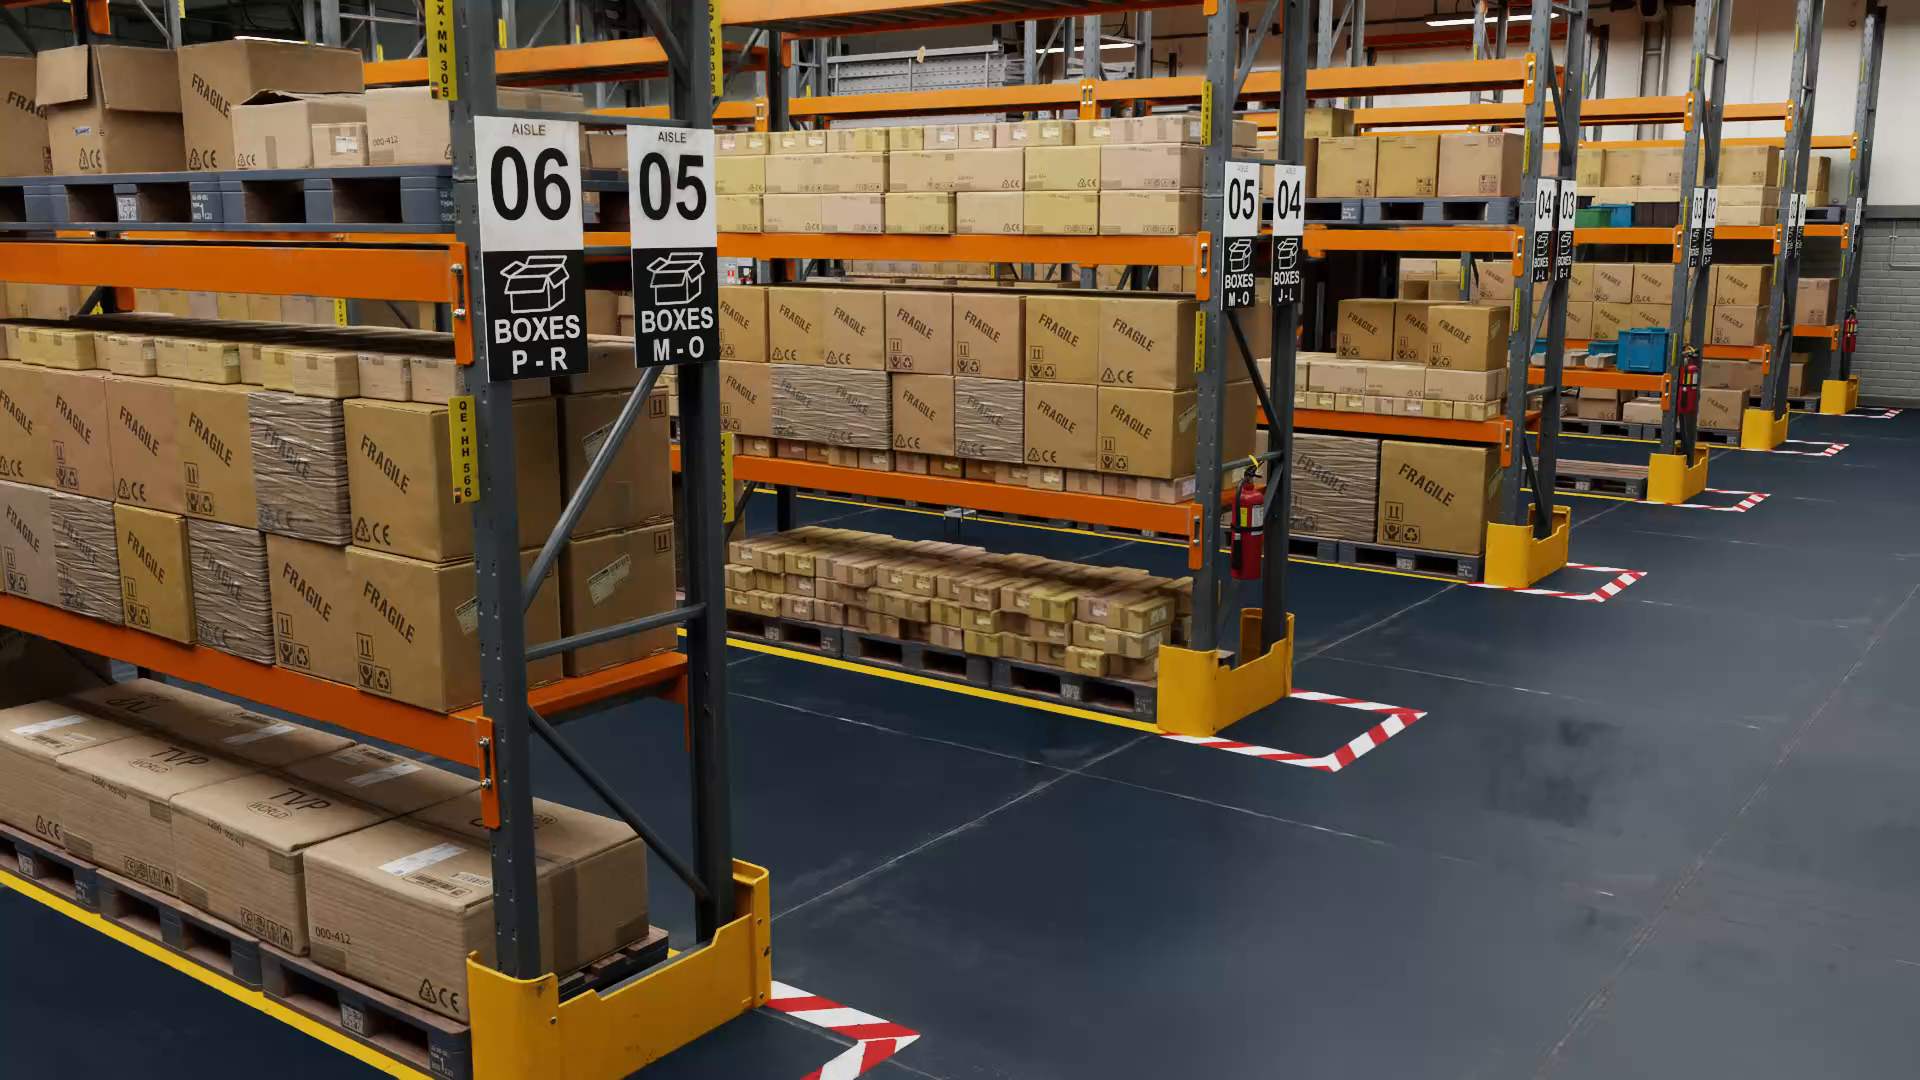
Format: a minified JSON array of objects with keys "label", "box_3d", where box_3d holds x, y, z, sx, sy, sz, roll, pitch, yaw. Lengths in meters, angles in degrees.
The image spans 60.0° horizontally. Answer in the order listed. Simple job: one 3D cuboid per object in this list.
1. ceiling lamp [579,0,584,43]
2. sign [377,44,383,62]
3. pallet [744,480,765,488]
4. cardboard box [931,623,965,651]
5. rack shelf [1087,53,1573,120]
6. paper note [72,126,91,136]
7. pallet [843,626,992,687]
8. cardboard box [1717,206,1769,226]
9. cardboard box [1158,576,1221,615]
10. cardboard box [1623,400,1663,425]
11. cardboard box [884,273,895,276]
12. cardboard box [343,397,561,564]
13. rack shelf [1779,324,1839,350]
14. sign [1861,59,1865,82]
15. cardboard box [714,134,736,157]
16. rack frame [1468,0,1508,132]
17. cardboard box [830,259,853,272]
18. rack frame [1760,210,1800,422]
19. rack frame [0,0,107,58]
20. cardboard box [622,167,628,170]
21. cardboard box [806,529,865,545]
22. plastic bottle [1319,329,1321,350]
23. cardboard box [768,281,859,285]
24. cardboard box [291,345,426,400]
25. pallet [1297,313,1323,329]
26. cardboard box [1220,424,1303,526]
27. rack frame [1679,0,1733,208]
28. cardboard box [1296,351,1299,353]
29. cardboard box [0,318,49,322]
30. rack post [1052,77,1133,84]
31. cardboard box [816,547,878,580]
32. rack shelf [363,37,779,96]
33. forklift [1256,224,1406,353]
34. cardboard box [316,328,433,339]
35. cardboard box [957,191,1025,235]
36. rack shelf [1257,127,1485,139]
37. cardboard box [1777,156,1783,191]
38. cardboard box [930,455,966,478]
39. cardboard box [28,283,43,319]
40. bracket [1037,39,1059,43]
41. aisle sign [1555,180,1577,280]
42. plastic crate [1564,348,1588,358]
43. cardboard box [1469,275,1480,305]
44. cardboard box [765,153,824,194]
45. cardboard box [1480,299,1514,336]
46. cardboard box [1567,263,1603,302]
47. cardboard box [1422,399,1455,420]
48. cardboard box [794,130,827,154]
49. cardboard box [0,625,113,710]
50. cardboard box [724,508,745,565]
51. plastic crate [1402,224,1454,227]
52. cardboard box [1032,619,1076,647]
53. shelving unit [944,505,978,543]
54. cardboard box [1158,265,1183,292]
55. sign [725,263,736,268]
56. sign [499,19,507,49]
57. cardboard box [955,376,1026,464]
[{"label":"ceiling lamp","box_3d":[-7.311,-11.212,34.145,0.800,3.185,2.000,8,13,36]},{"label":"sign","box_3d":[-7.876,-6.555,22.567,0.005,0.325,0.100,8,13,36]},{"label":"pallet","box_3d":[-2.402,-0.811,18.885,1.213,0.211,1.003,8,13,36]},{"label":"cardboard box","box_3d":[0.023,0.587,10.718,0.250,0.149,0.380,8,14,37]},{"label":"rack shelf","box_3d":[3.063,-3.813,14.214,4.000,0.370,1.077,8,13,36]},{"label":"paper note","box_3d":[-3.229,-1.503,6.108,0.123,0.032,0.006,8,14,36]},{"label":"pallet","box_3d":[-0.017,0.682,11.168,1.213,0.211,1.003,8,13,36]},{"label":"cardboard box","box_3d":[9.971,-4.125,21.172,0.500,0.250,0.500,8,13,36]},{"label":"cardboard box","box_3d":[1.436,0.346,10.397,0.250,0.149,0.380,7,13,33]},{"label":"cardboard box","box_3d":[9.209,-1.709,22.269,0.500,0.250,0.500,8,13,36]},{"label":"cardboard box","box_3d":[-1.127,-4.653,29.434,0.250,0.149,0.380,8,13,35]},{"label":"cardboard box","box_3d":[-1.721,-0.233,5.661,0.500,0.500,0.500,9,14,37]},{"label":"rack shelf","box_3d":[11.858,-3.339,26.505,4.000,0.370,1.077,8,13,36]},{"label":"sign","box_3d":[13.138,-6.829,24.187,0.005,0.325,0.100,8,13,36]},{"label":"cardboard box","box_3d":[-1.476,-2.664,11.257,0.250,0.149,0.380,8,13,34]},{"label":"rack frame","box_3d":[7.317,-6.103,23.107,0.127,3.000,1.000,8,13,36]},{"label":"cardboard box","box_3d":[-1.943,-5.133,30.206,0.500,0.500,0.700,8,14,36]},{"label":"rack frame","box_3d":[10.541,-2.708,21.352,0.127,3.000,1.000,8,13,36]},{"label":"rack frame","box_3d":[-4.415,-3.070,7.428,0.127,3.000,1.000,8,13,36]},{"label":"cardboard box","box_3d":[-2.152,-2.660,12.335,0.500,0.311,0.500,8,13,35]},{"label":"cardboard box","box_3d":[-0.896,0.030,12.030,0.250,0.149,0.380,8,14,36]},{"label":"plastic bottle","box_3d":[4.339,-2.449,20.321,0.133,0.283,0.061,8,13,36]},{"label":"cardboard box","box_3d":[-1.028,-1.569,11.782,0.500,0.500,0.500,7,13,34]},{"label":"cardboard box","box_3d":[-2.076,-0.584,5.769,0.250,0.149,0.380,8,13,35]},{"label":"pallet","box_3d":[5.663,-3.296,24.893,1.213,0.211,1.003,8,13,36]},{"label":"cardboard box","box_3d":[2.661,-0.617,15.032,0.875,0.875,0.875,8,13,36]},{"label":"rack frame","box_3d":[7.606,-4.896,16.865,0.127,3.000,1.000,8,13,36]},{"label":"cardboard box","box_3d":[2.792,-1.590,15.182,0.500,0.250,0.500,8,14,37]},{"label":"cardboard box","box_3d":[-4.314,-0.908,7.443,0.250,0.149,0.380,8,13,35]},{"label":"rack post","box_3d":[1.767,-5.683,21.133,0.937,0.300,0.954,8,13,36]},{"label":"cardboard box","box_3d":[-0.768,0.165,11.335,0.250,0.149,0.380,8,13,34]},{"label":"rack shelf","box_3d":[-3.179,-3.515,12.672,4.000,0.370,1.077,8,13,36]},{"label":"forklift","box_3d":[3.565,-1.801,16.841,3.031,2.935,1.130,10,15,42]},{"label":"cardboard box","box_3d":[-2.350,-0.764,6.698,0.250,0.149,0.380,8,14,36]},{"label":"cardboard box","box_3d":[0.327,-1.968,10.023,0.500,0.250,0.500,9,14,38]},{"label":"rack shelf","box_3d":[5.705,-5.779,24.376,4.000,0.370,1.077,8,13,36]},{"label":"cardboard box","box_3d":[12.322,-5.588,25.392,0.500,0.500,0.500,8,14,37]},{"label":"cardboard box","box_3d":[0.018,-0.500,10.598,0.250,0.149,0.380,8,14,37]},{"label":"cardboard box","box_3d":[-9.158,-2.570,17.398,0.550,0.550,0.875,8,13,36]},{"label":"bracket","box_3d":[1.775,-9.931,33.417,0.430,0.232,0.235,8,13,36]},{"label":"aisle sign","box_3d":[4.910,-2.506,13.464,0.004,0.787,0.394,8,13,36]},{"label":"plastic crate","box_3d":[6.846,-2.054,18.504,0.298,0.136,0.250,8,13,36]},{"label":"cardboard box","box_3d":[8.908,-4.249,28.216,0.500,0.500,0.500,8,14,36]},{"label":"cardboard box","box_3d":[-0.922,-2.391,10.892,0.500,0.250,0.500,8,13,35]},{"label":"cardboard box","box_3d":[7.567,-3.108,23.156,0.500,0.500,0.500,8,14,37]},{"label":"cardboard box","box_3d":[8.361,-3.486,22.477,0.500,0.500,0.500,7,13,34]},{"label":"cardboard box","box_3d":[3.982,-1.087,13.635,0.250,0.149,0.380,8,14,36]},{"label":"cardboard box","box_3d":[-0.858,-2.573,10.784,0.250,0.149,0.380,7,13,34]},{"label":"cardboard box","box_3d":[-4.962,0.655,8.457,0.875,0.875,0.875,8,14,37]},{"label":"cardboard box","box_3d":[-2.005,0.003,12.810,0.500,0.500,0.500,9,14,38]},{"label":"plastic crate","box_3d":[5.221,-3.627,18.548,0.590,0.269,0.497,8,13,36]},{"label":"cardboard box","box_3d":[0.643,0.529,10.233,0.250,0.149,0.380,7,13,33]},{"label":"shelving unit","box_3d":[0.007,-0.441,15.160,0.210,0.900,0.258,8,13,36]},{"label":"cardboard box","box_3d":[4.188,-5.019,31.874,0.500,0.500,0.700,8,14,36]},{"label":"sign","box_3d":[-5.541,-6.632,40.143,0.331,0.109,0.001,8,13,36]},{"label":"sign","box_3d":[-5.333,-5.903,19.404,0.005,0.325,0.100,8,13,36]},{"label":"cardboard box","box_3d":[0.316,-0.765,10.259,0.500,0.500,0.500,8,14,36]}]
